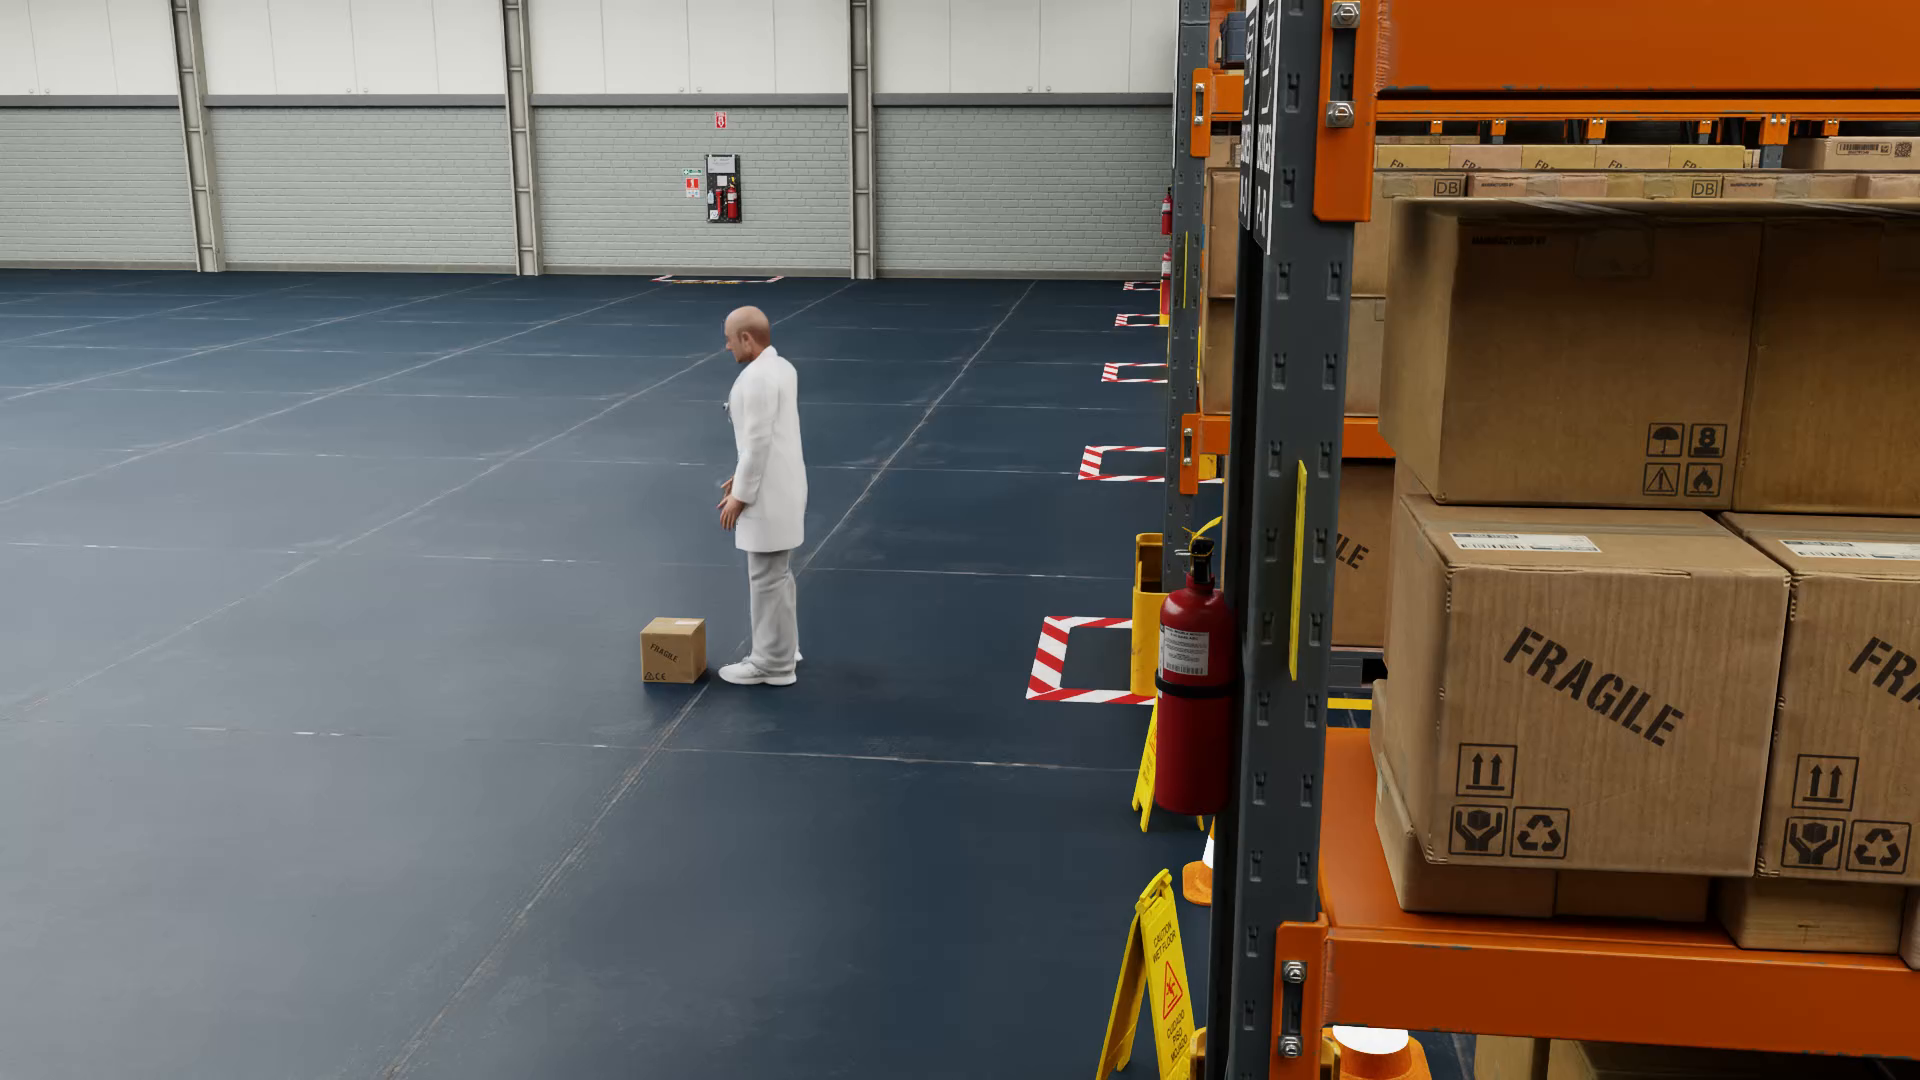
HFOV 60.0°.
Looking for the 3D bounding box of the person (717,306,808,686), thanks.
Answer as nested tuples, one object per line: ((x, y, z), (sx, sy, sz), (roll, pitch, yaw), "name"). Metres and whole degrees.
((-0.944, -0.181, 7.832), (0.446, 1.836, 0.591), (1, 14, 6), "person")
